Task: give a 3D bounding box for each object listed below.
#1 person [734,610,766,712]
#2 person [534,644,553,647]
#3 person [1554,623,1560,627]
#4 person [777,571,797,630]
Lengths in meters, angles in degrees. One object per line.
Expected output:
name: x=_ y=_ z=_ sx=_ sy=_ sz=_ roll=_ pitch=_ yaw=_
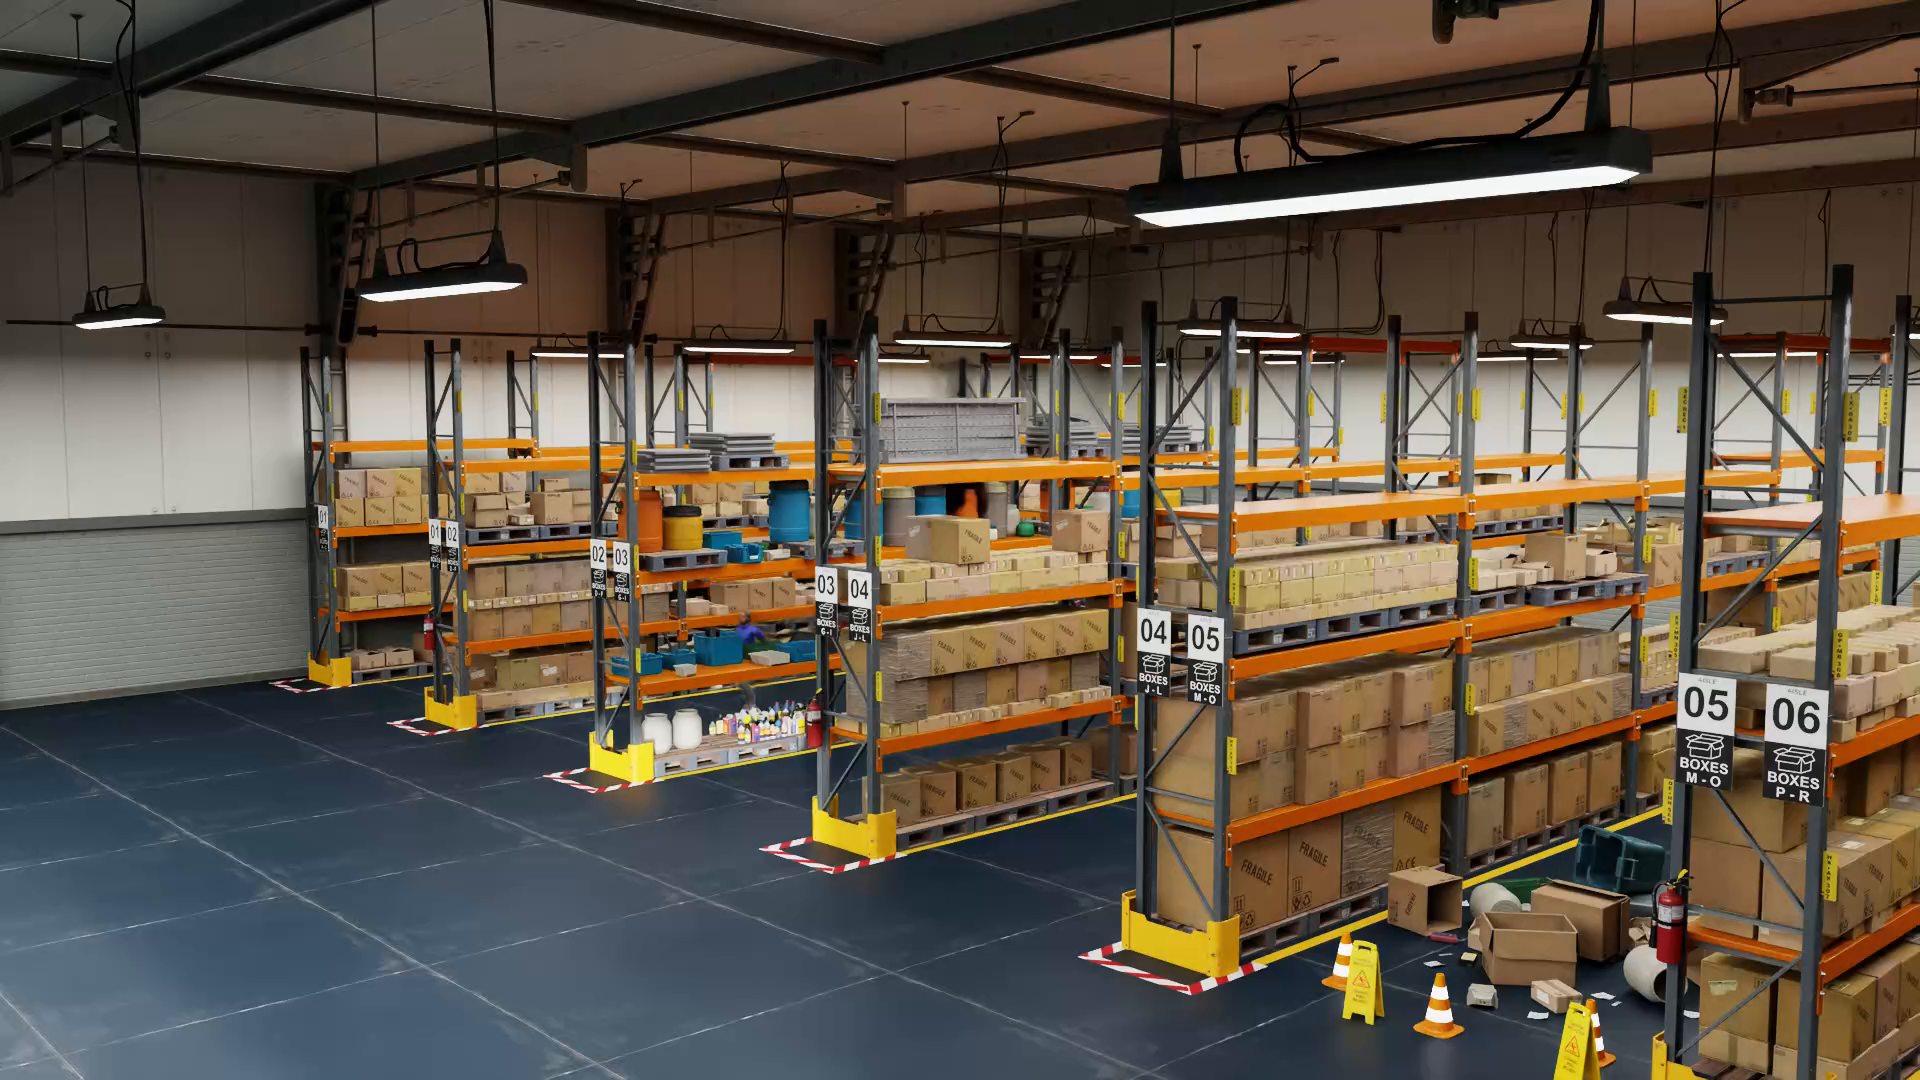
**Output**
person: x=-3.521 y=1.974 z=27.029 sx=0.557 sy=1.651 sz=0.623 roll=4 pitch=6 yaw=36
person: x=-7.470 y=1.782 z=29.572 sx=0.734 sy=1.591 sz=0.887 roll=2 pitch=5 yaw=19
person: x=9.152 y=2.090 z=25.364 sx=0.649 sy=1.703 sz=0.721 roll=4 pitch=6 yaw=35
person: x=-3.552 y=1.335 z=34.187 sx=0.604 sy=1.668 sz=0.566 roll=4 pitch=7 yaw=41
